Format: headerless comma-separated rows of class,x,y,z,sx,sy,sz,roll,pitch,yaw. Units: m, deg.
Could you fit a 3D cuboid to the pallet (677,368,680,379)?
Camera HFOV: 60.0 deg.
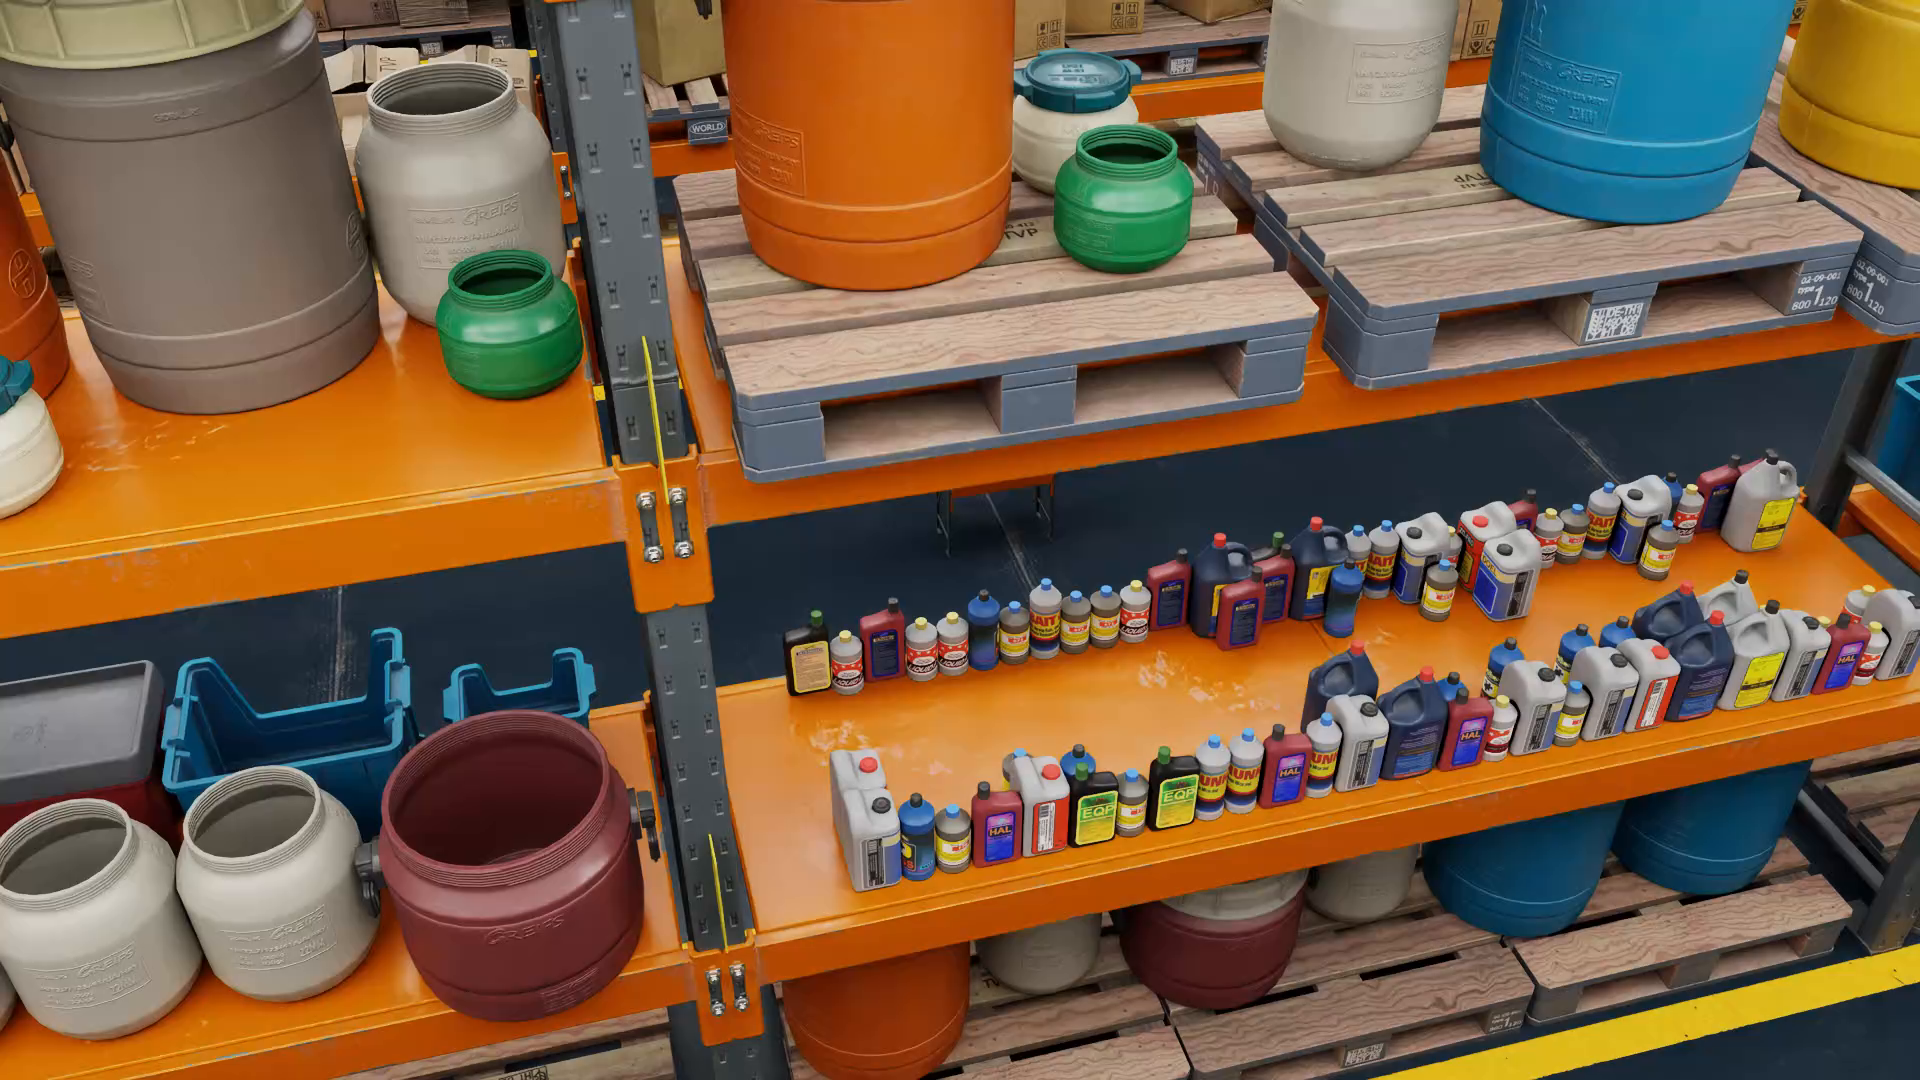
pallet,-1.292,-1.293,9.267,1.213,0.211,1.003,-9,38,-12

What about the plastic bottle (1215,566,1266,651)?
plastic bottle,0.864,0.208,5.106,0.133,0.283,0.061,-9,38,-12

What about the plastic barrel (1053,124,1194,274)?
plastic barrel,0.348,-0.728,3.546,0.294,0.245,0.294,0,37,0

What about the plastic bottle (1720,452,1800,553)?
plastic bottle,2.664,-0.140,5.505,0.185,0.351,0.144,-9,38,-12

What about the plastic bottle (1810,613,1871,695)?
plastic bottle,2.620,0.330,4.946,0.133,0.283,0.061,-9,38,-12

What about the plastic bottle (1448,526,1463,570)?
plastic bottle,1.568,0.046,5.385,0.097,0.201,0.097,0,37,0

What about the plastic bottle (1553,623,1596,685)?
plastic bottle,1.811,0.360,4.917,0.097,0.271,0.097,0,37,0

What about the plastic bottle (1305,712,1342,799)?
plastic bottle,1.002,0.588,4.618,0.097,0.271,0.097,0,37,0

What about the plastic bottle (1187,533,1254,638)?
plastic bottle,0.813,0.125,5.158,0.185,0.351,0.144,-9,38,-12

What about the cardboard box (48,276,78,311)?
cardboard box,-4.436,-1.047,8.105,0.500,0.311,0.500,-11,39,-13

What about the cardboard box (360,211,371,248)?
cardboard box,-3.109,-1.603,8.833,0.500,0.311,0.500,-10,39,-13

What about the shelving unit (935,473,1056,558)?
shelving unit,0.160,-0.503,7.420,0.503,1.200,0.258,-9,38,-12

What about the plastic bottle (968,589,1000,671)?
plastic bottle,0.072,0.263,5.043,0.097,0.271,0.097,0,37,0

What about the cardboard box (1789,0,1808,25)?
cardboard box,4.840,-3.297,9.508,0.500,0.500,0.500,-9,38,-12

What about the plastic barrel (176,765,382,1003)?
plastic barrel,-1.672,0.845,4.084,0.421,0.512,0.421,0,37,0

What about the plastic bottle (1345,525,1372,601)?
plastic bottle,1.250,0.070,5.296,0.097,0.271,0.097,0,37,0

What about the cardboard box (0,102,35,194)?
cardboard box,-4.146,-1.985,7.794,0.500,0.500,0.500,-9,38,-12

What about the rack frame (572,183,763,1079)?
rack frame,-0.734,0.602,4.495,0.127,3.000,1.000,-9,38,-12

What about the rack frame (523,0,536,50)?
rack frame,-3.317,-5.210,12.091,0.127,3.000,1.000,-9,38,-12

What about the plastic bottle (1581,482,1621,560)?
plastic bottle,2.109,-0.071,5.480,0.097,0.271,0.097,0,37,0

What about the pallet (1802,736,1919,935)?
pallet,3.827,0.936,6.352,1.213,0.211,1.003,-9,38,-12

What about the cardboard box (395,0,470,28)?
cardboard box,-3.999,-4.247,12.528,0.500,0.500,0.700,-9,38,-11

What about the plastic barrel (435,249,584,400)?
plastic barrel,-0.959,-0.459,3.540,0.294,0.245,0.294,0,37,0

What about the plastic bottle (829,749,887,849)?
plastic bottle,-0.272,0.683,4.491,0.135,0.276,0.152,-9,38,-12

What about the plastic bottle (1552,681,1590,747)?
plastic bottle,1.757,0.492,4.801,0.097,0.201,0.097,0,37,0

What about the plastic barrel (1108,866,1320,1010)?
plastic barrel,0.824,1.126,5.448,0.708,0.588,0.600,-9,38,-12

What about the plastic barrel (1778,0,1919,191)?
plastic barrel,2.299,-1.201,3.882,0.600,0.588,0.600,0,37,0

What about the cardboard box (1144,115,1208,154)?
cardboard box,1.309,-2.186,9.835,0.500,0.500,0.500,-11,39,-14

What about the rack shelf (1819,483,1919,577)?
rack shelf,5.058,-0.063,5.956,4.000,0.370,1.077,-9,38,-12

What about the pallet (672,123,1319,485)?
pallet,0.030,-0.579,3.724,1.213,0.211,1.003,-9,38,-12

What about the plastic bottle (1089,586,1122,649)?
plastic bottle,0.448,0.230,5.145,0.097,0.201,0.097,0,37,0

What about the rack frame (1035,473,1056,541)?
rack frame,0.395,-0.541,7.470,0.015,1.200,0.240,-9,38,-12

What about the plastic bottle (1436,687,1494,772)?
plastic bottle,1.426,0.526,4.690,0.133,0.283,0.061,-9,38,-12

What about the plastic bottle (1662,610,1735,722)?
plastic bottle,2.147,0.354,4.859,0.185,0.351,0.144,-9,38,-12

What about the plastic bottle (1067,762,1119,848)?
plastic bottle,0.356,0.701,4.461,0.133,0.283,0.061,-9,38,-12

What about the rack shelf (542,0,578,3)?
rack shelf,-2.665,-1.020,2.598,4.000,0.370,1.077,-9,38,-12

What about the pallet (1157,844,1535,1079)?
pallet,1.191,1.369,5.787,1.213,0.211,1.003,-9,38,-12

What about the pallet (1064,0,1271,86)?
pallet,1.039,-2.799,9.099,1.213,0.211,1.003,-9,38,-12

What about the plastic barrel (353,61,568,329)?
plastic barrel,-1.114,-0.765,3.720,0.421,0.512,0.421,0,37,0

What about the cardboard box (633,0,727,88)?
cardboard box,-1.444,-2.677,8.353,0.500,0.500,0.700,-23,43,-27

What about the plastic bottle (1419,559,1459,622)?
plastic bottle,1.514,0.150,5.248,0.097,0.201,0.097,0,37,0

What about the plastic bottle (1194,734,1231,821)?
plastic bottle,0.685,0.640,4.550,0.097,0.271,0.097,0,37,0

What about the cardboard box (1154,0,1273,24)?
cardboard box,1.324,-3.201,9.037,0.500,0.500,0.700,-23,43,-27

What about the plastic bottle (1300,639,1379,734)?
plastic bottle,1.092,0.432,4.757,0.185,0.351,0.144,-9,38,-12

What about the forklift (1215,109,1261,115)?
forklift,1.399,-4.300,10.959,3.031,2.935,1.130,-10,39,-13

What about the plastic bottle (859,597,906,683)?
plastic bottle,-0.232,0.297,4.989,0.133,0.283,0.061,-9,38,-12

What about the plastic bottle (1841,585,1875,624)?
plastic bottle,2.781,0.229,5.146,0.097,0.201,0.097,0,37,0

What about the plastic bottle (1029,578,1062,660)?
plastic bottle,0.260,0.233,5.083,0.097,0.271,0.097,0,37,0

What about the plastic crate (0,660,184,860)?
plastic crate,-2.374,0.653,4.375,0.583,0.464,0.402,-9,38,-12

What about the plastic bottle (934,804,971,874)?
plastic bottle,-0.019,0.784,4.420,0.097,0.201,0.097,0,37,0

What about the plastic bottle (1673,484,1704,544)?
plastic bottle,2.427,-0.095,5.569,0.097,0.201,0.097,0,37,0

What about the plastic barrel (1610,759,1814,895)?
plastic barrel,2.598,0.711,5.733,0.708,0.901,0.600,-9,38,-12

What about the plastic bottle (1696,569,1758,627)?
plastic bottle,2.288,0.240,5.007,0.185,0.351,0.144,-9,38,-12

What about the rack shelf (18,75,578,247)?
rack shelf,-3.953,-1.702,8.098,4.000,0.370,1.077,-9,38,-12
